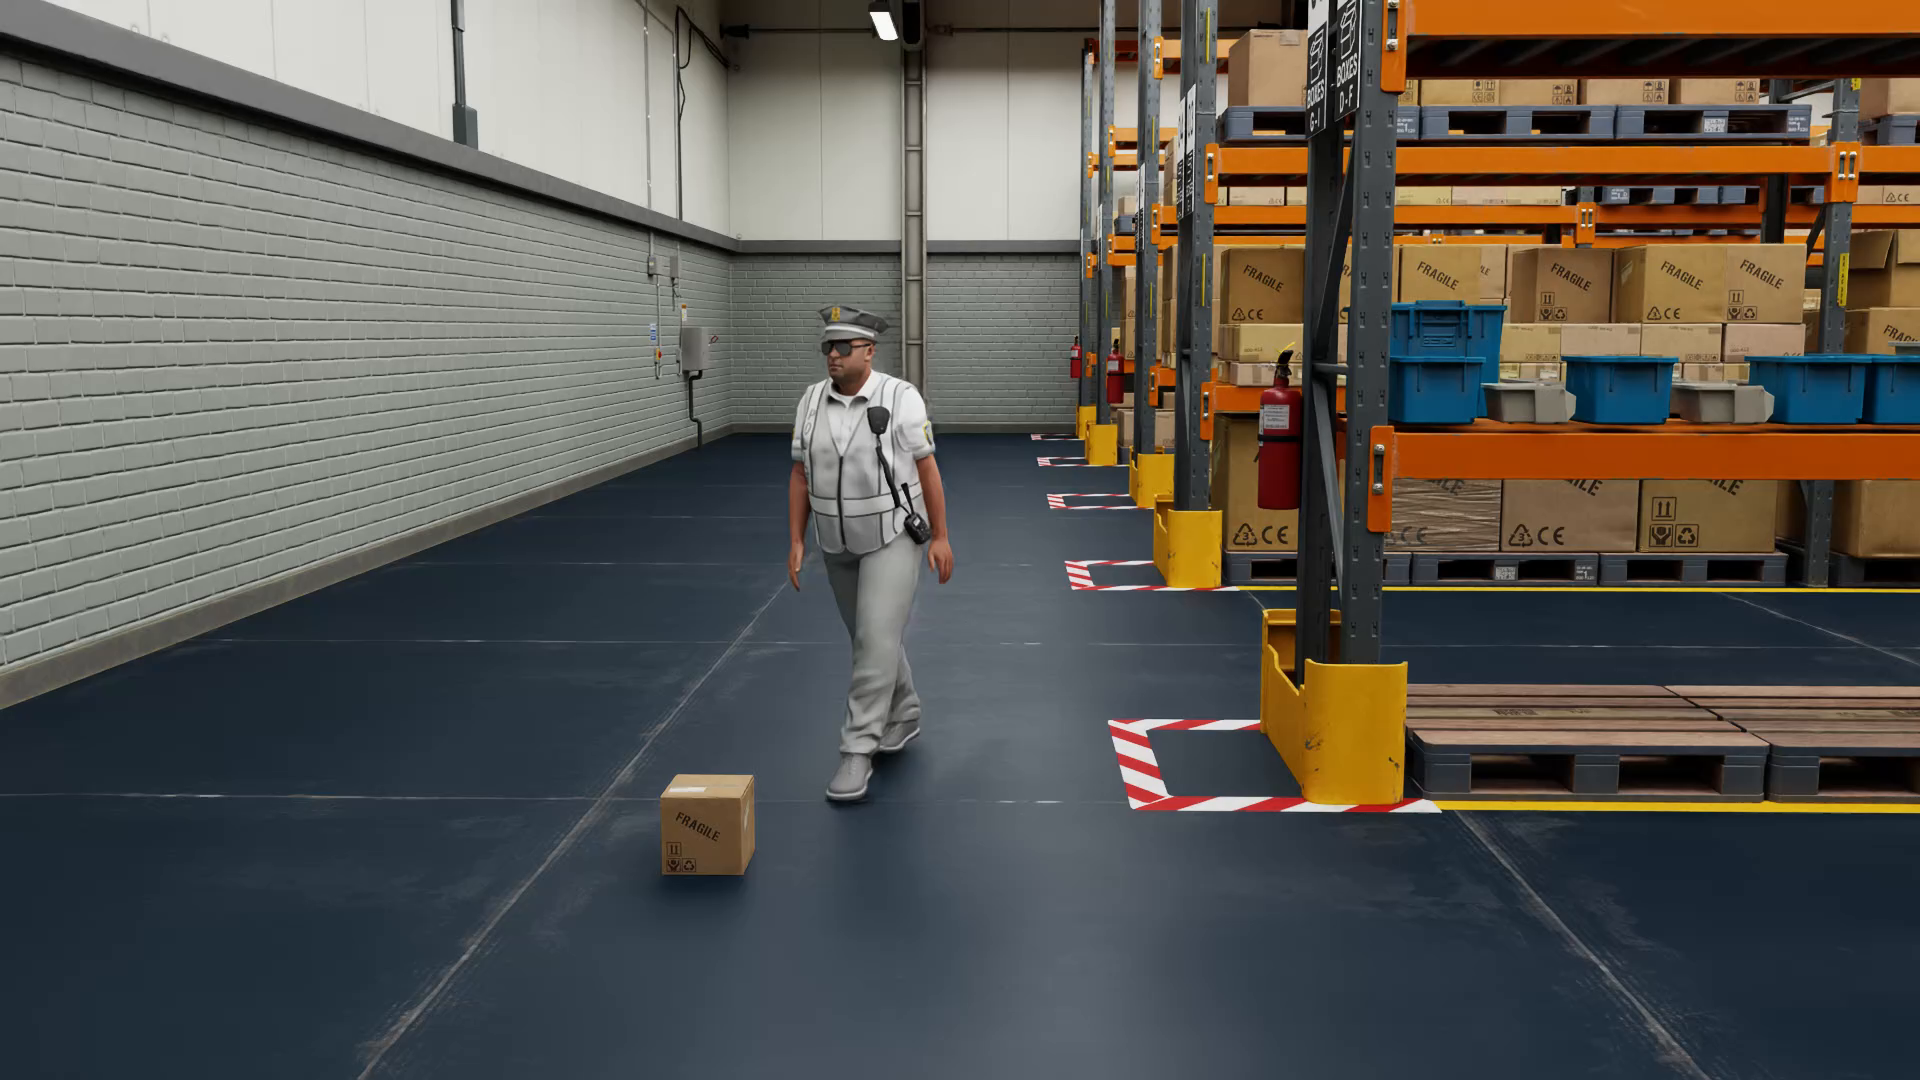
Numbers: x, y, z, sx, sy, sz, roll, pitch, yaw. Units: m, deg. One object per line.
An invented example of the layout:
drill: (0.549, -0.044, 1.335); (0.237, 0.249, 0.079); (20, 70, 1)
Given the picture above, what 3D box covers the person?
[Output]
person: (-0.380, -0.003, 6.162); (0.569, 1.723, 0.912); (4, 8, 28)
